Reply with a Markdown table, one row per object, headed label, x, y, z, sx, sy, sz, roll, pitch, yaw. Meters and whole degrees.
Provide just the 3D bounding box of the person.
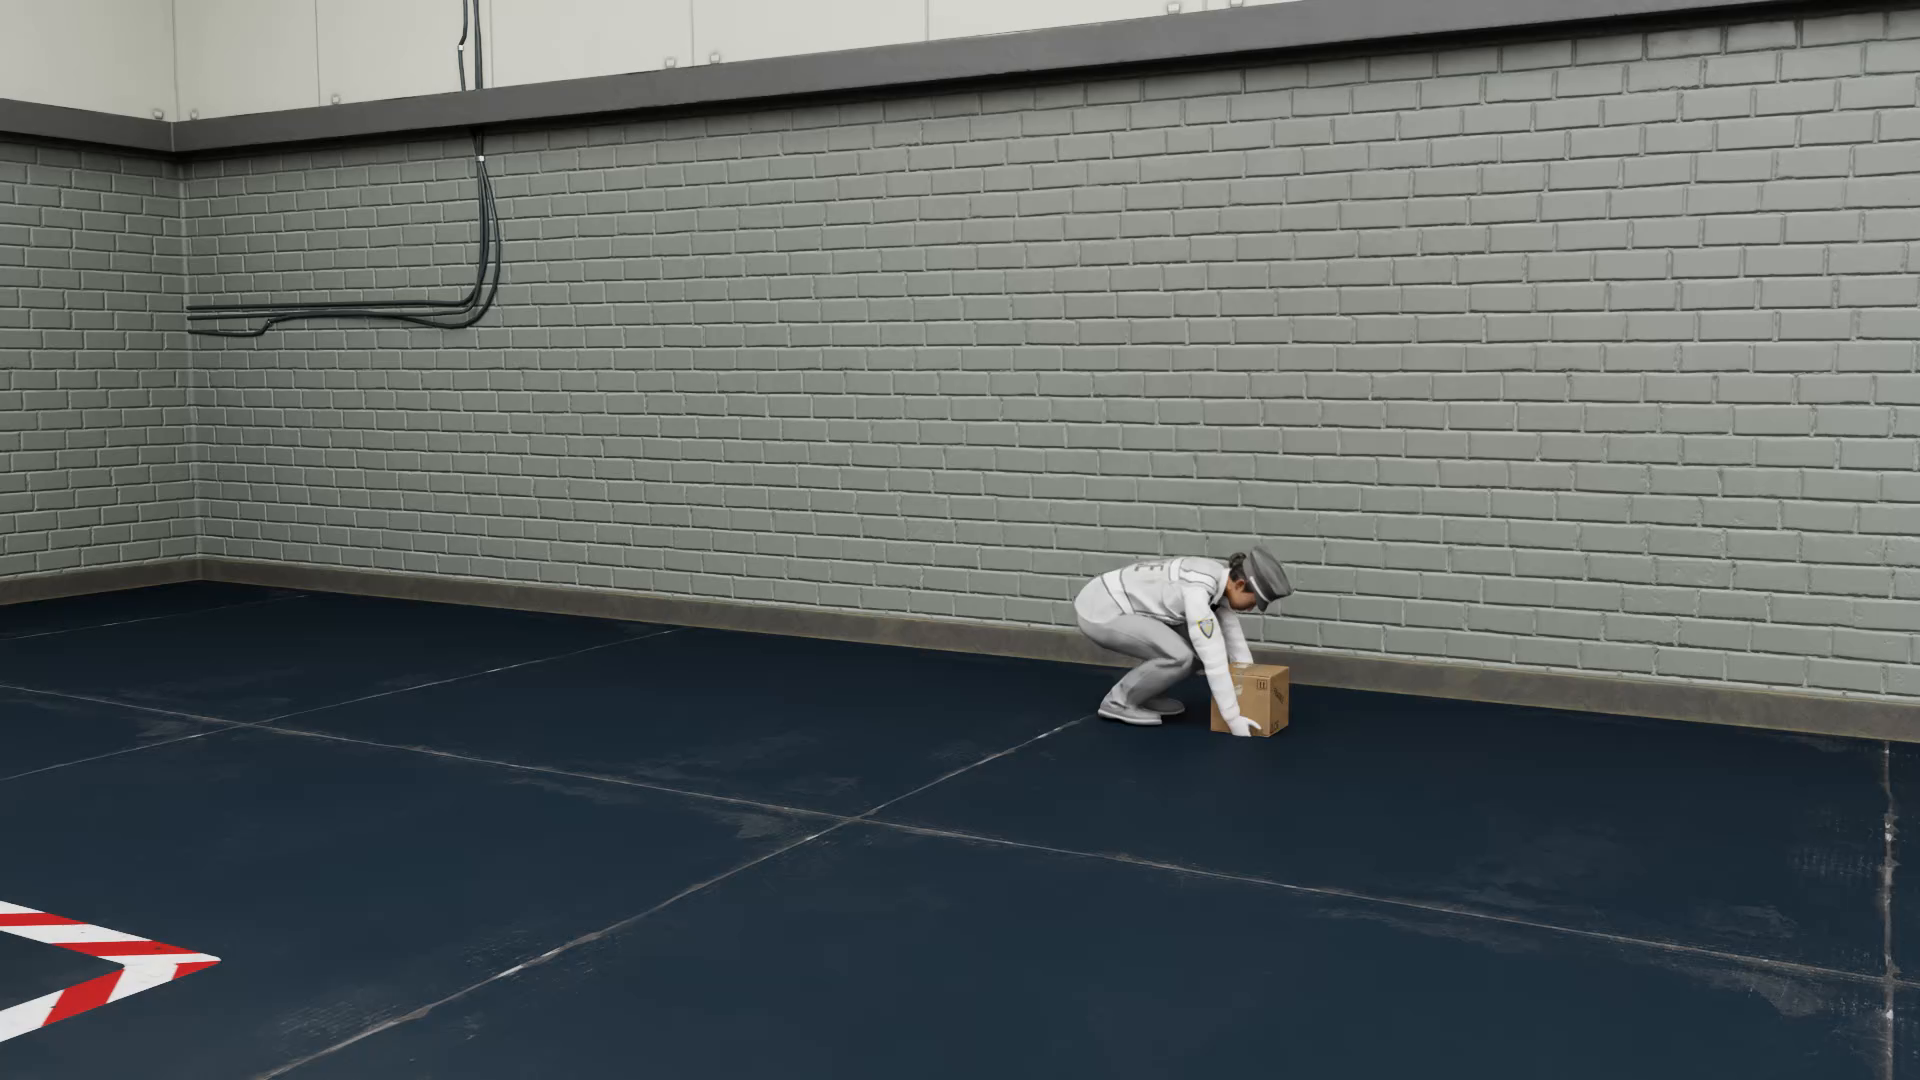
| label | x | y | z | sx | sy | sz | roll | pitch | yaw |
| --- | --- | --- | --- | --- | --- | --- | --- | --- | --- |
| person | 0.933 | 0.402 | 6.988 | 0.906 | 0.792 | 0.456 | 3 | 7 | 27 |
